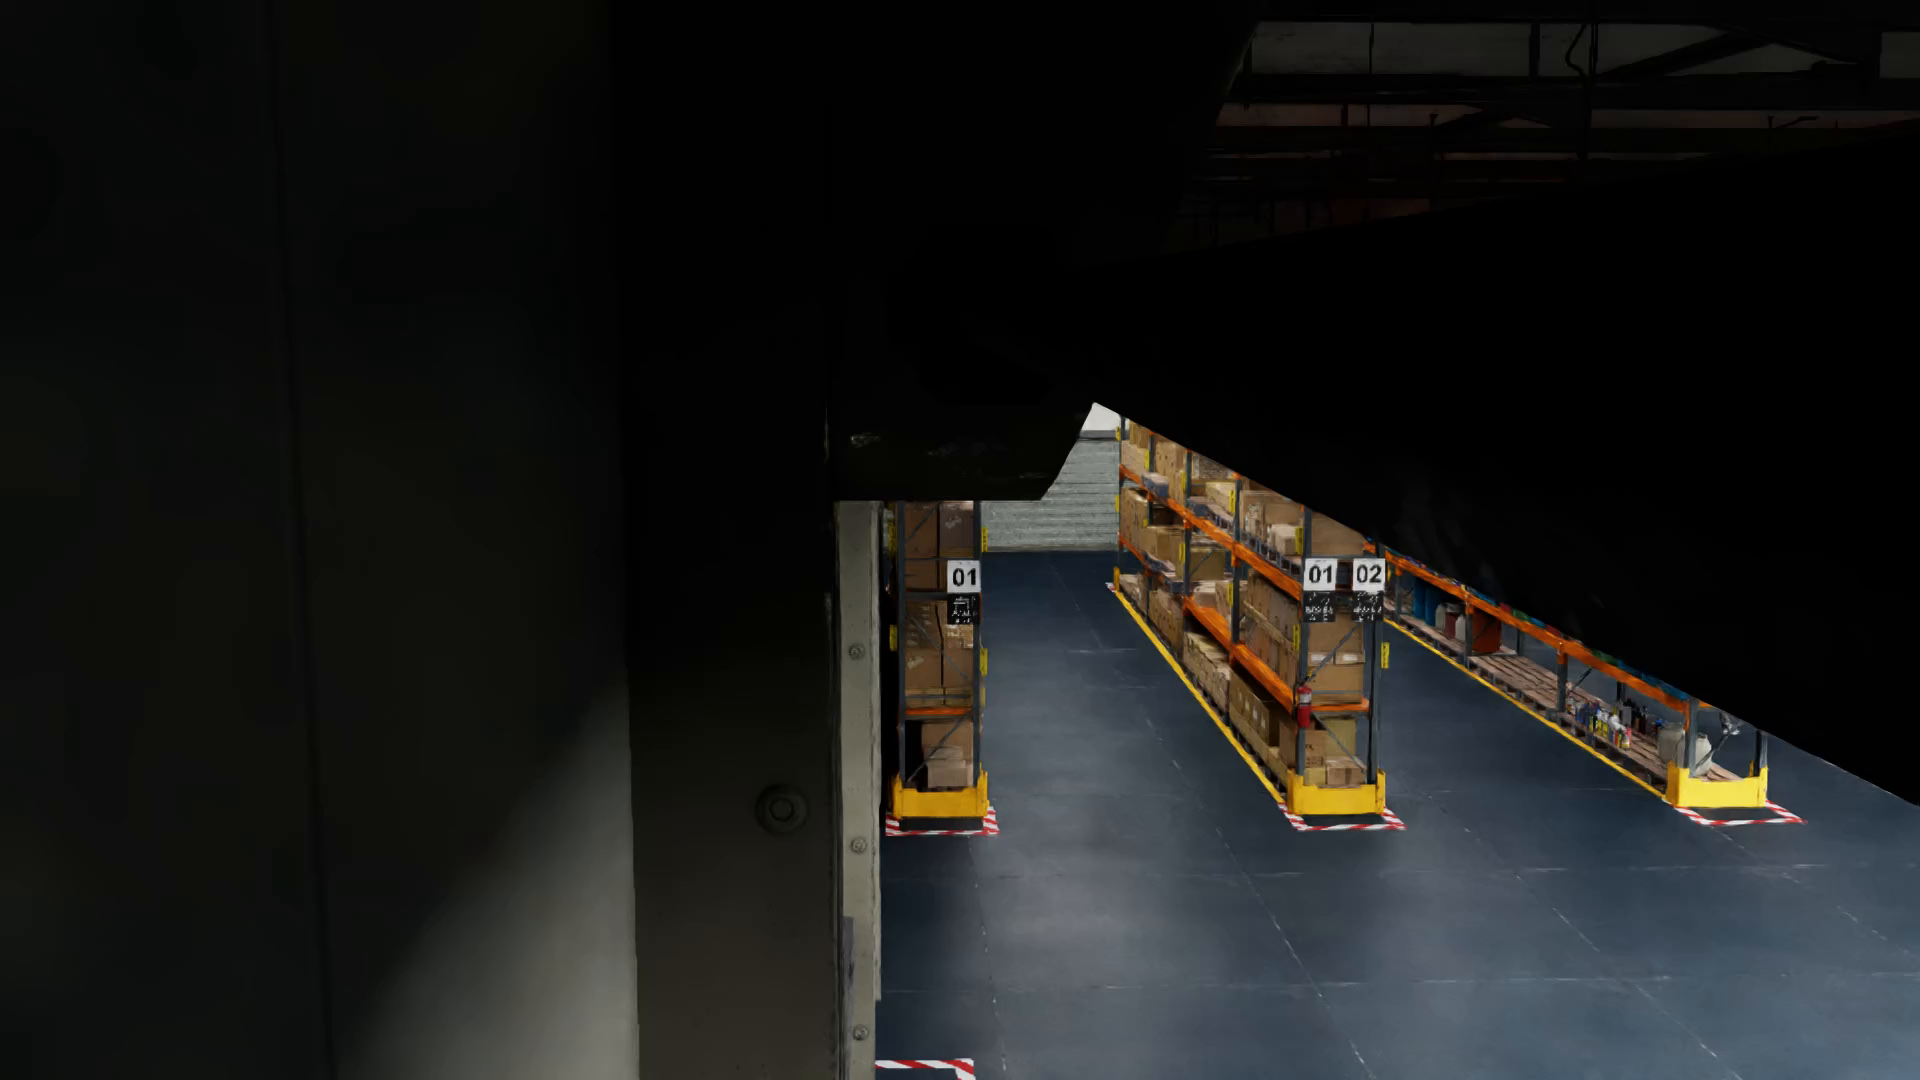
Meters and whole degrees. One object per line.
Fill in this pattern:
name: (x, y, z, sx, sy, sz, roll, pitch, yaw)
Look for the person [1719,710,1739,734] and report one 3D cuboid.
person: (11.091, 2.043, 24.515, 0.411, 1.533, 0.957, -2, 8, -11)
